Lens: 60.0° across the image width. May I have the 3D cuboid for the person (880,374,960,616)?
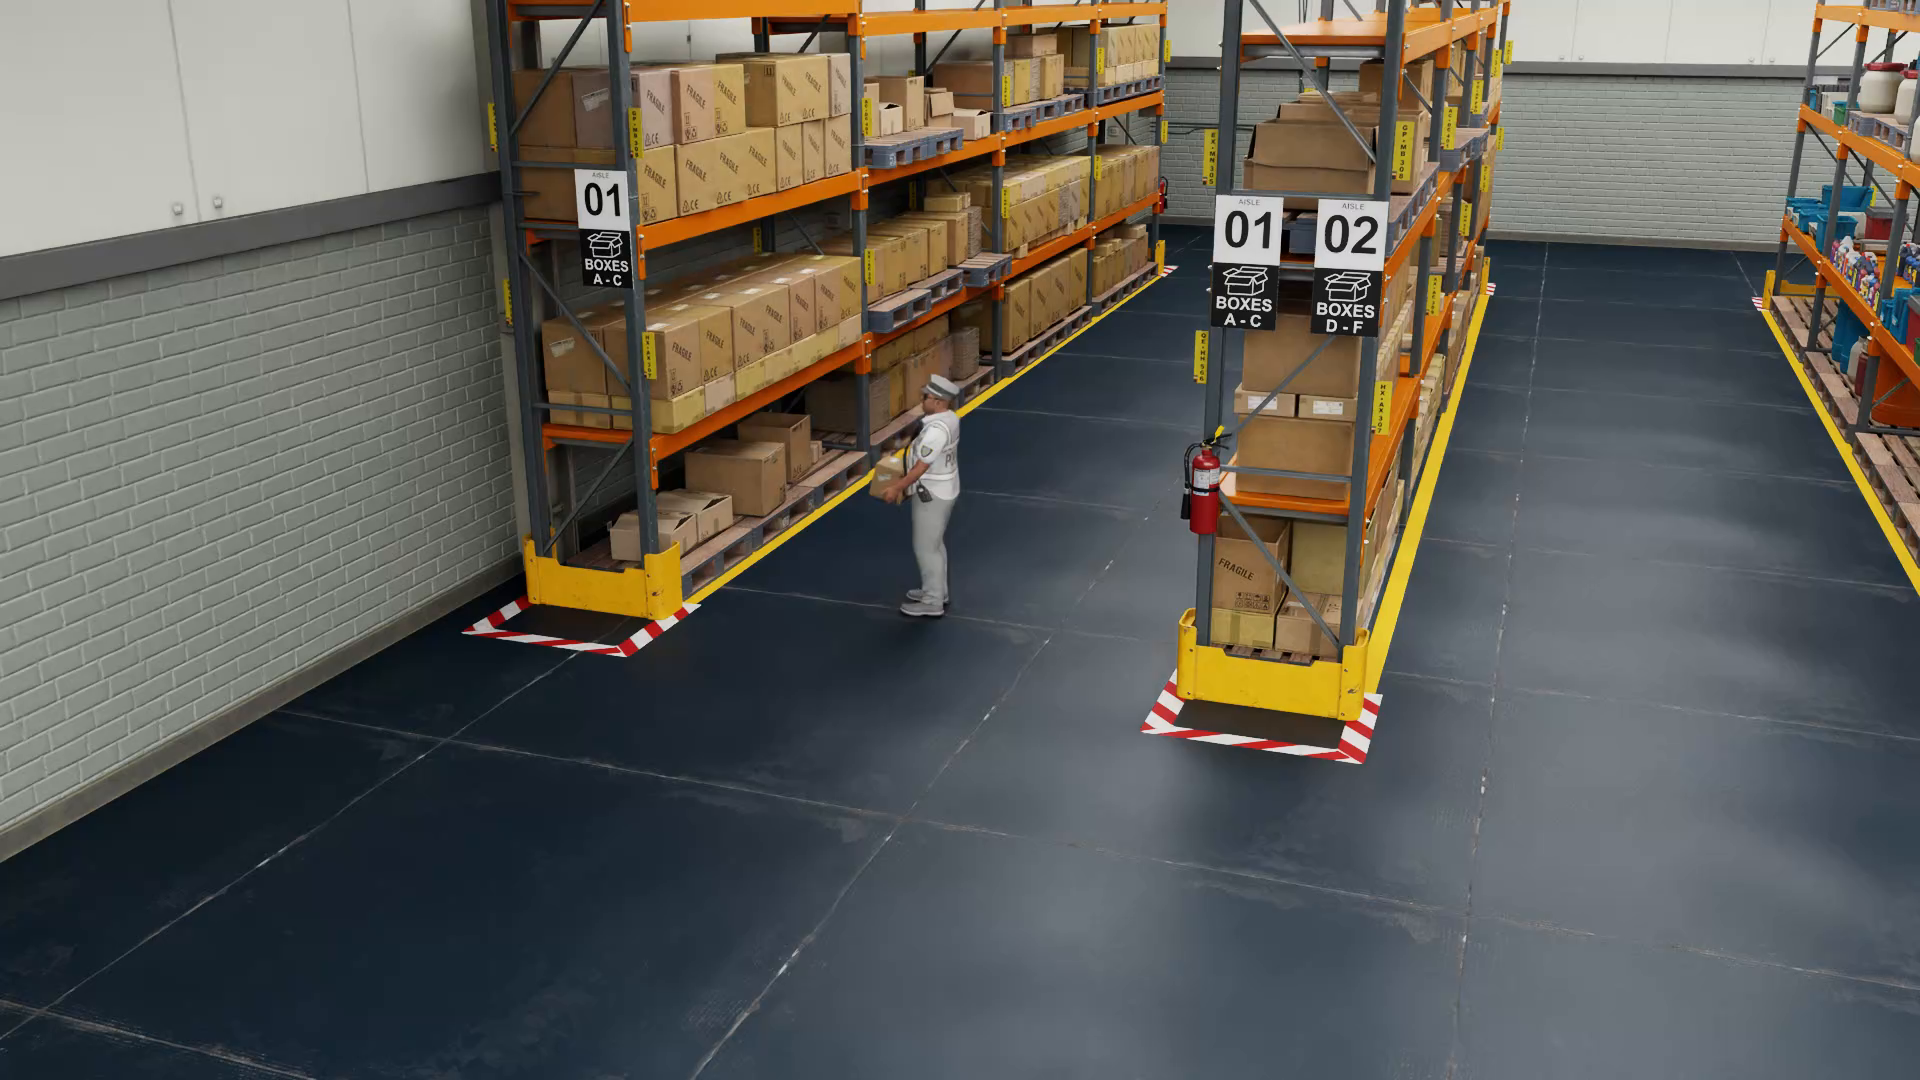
[{"bbox_3d":[-0.274,-0.337,12.001,0.552,1.782,0.534,3,19,10],"label":"person"}]
